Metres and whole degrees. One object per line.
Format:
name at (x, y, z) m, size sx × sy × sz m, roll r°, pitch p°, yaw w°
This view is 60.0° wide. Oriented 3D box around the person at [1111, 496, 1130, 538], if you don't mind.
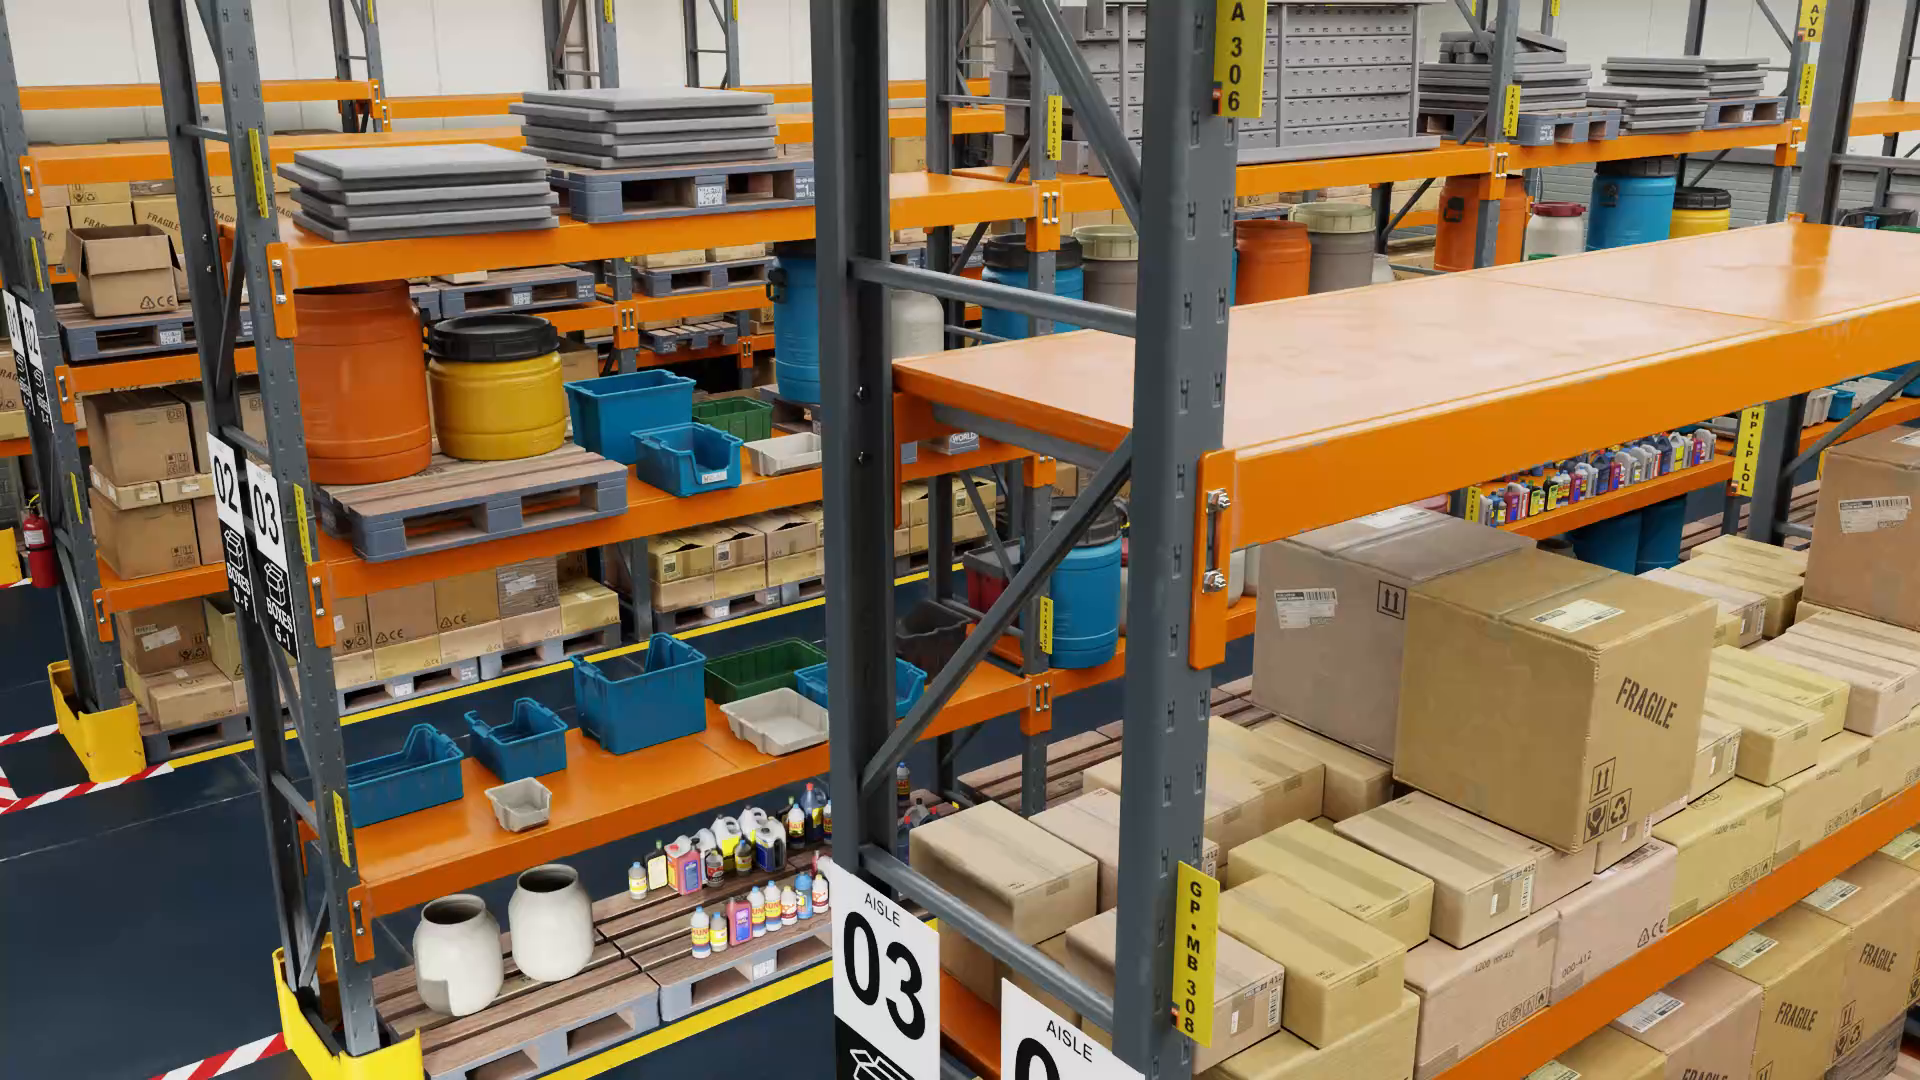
person at (1.153, 0.162, 14.234) m, size 0.916 × 0.989 × 0.452 m, roll -15°, pitch 23°, yaw -39°
